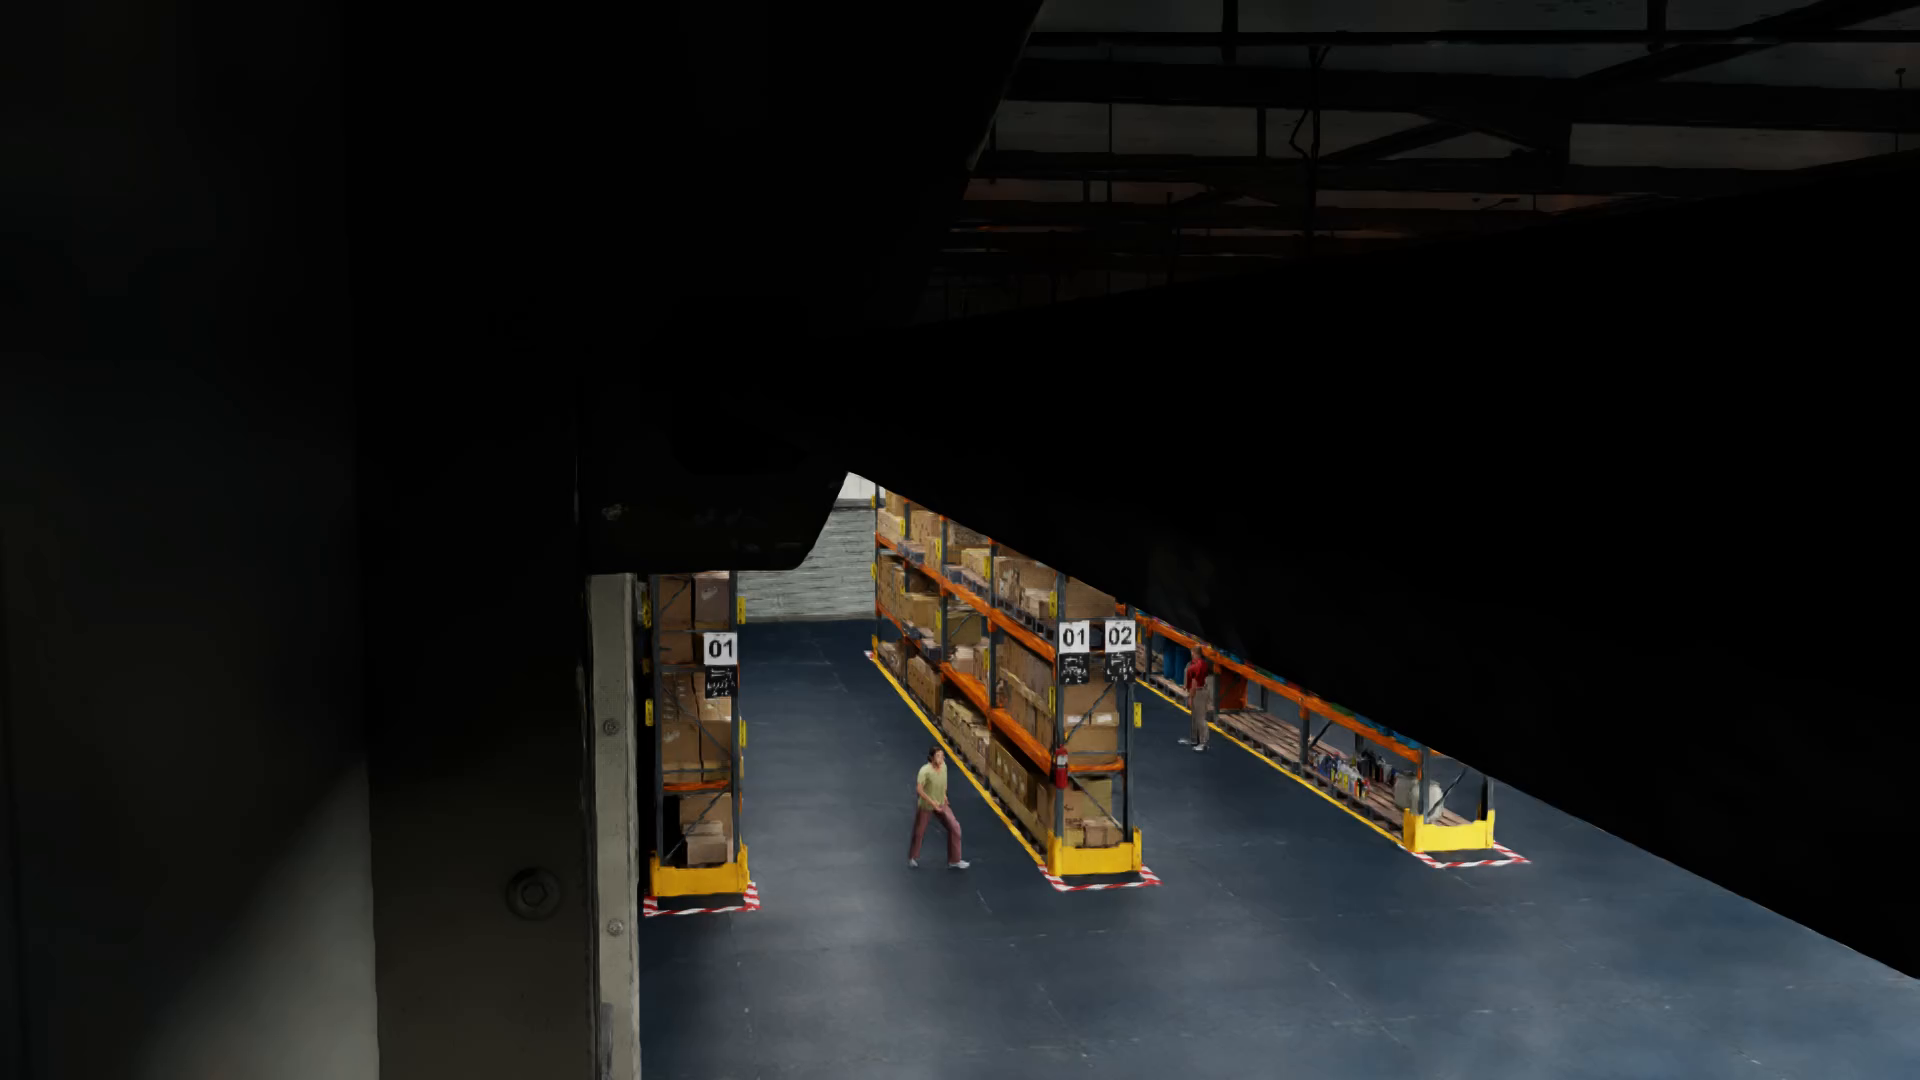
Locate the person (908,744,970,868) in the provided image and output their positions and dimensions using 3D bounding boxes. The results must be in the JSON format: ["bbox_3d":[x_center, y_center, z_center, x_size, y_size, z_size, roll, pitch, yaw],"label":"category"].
[{"bbox_3d":[-0.327,3.361,21.084,0.620,1.610,0.790,-4,7,-31],"label":"person"}]

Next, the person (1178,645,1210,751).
[{"bbox_3d":[3.929,2.606,27.806,0.586,1.723,0.653,2,6,19],"label":"person"}]
